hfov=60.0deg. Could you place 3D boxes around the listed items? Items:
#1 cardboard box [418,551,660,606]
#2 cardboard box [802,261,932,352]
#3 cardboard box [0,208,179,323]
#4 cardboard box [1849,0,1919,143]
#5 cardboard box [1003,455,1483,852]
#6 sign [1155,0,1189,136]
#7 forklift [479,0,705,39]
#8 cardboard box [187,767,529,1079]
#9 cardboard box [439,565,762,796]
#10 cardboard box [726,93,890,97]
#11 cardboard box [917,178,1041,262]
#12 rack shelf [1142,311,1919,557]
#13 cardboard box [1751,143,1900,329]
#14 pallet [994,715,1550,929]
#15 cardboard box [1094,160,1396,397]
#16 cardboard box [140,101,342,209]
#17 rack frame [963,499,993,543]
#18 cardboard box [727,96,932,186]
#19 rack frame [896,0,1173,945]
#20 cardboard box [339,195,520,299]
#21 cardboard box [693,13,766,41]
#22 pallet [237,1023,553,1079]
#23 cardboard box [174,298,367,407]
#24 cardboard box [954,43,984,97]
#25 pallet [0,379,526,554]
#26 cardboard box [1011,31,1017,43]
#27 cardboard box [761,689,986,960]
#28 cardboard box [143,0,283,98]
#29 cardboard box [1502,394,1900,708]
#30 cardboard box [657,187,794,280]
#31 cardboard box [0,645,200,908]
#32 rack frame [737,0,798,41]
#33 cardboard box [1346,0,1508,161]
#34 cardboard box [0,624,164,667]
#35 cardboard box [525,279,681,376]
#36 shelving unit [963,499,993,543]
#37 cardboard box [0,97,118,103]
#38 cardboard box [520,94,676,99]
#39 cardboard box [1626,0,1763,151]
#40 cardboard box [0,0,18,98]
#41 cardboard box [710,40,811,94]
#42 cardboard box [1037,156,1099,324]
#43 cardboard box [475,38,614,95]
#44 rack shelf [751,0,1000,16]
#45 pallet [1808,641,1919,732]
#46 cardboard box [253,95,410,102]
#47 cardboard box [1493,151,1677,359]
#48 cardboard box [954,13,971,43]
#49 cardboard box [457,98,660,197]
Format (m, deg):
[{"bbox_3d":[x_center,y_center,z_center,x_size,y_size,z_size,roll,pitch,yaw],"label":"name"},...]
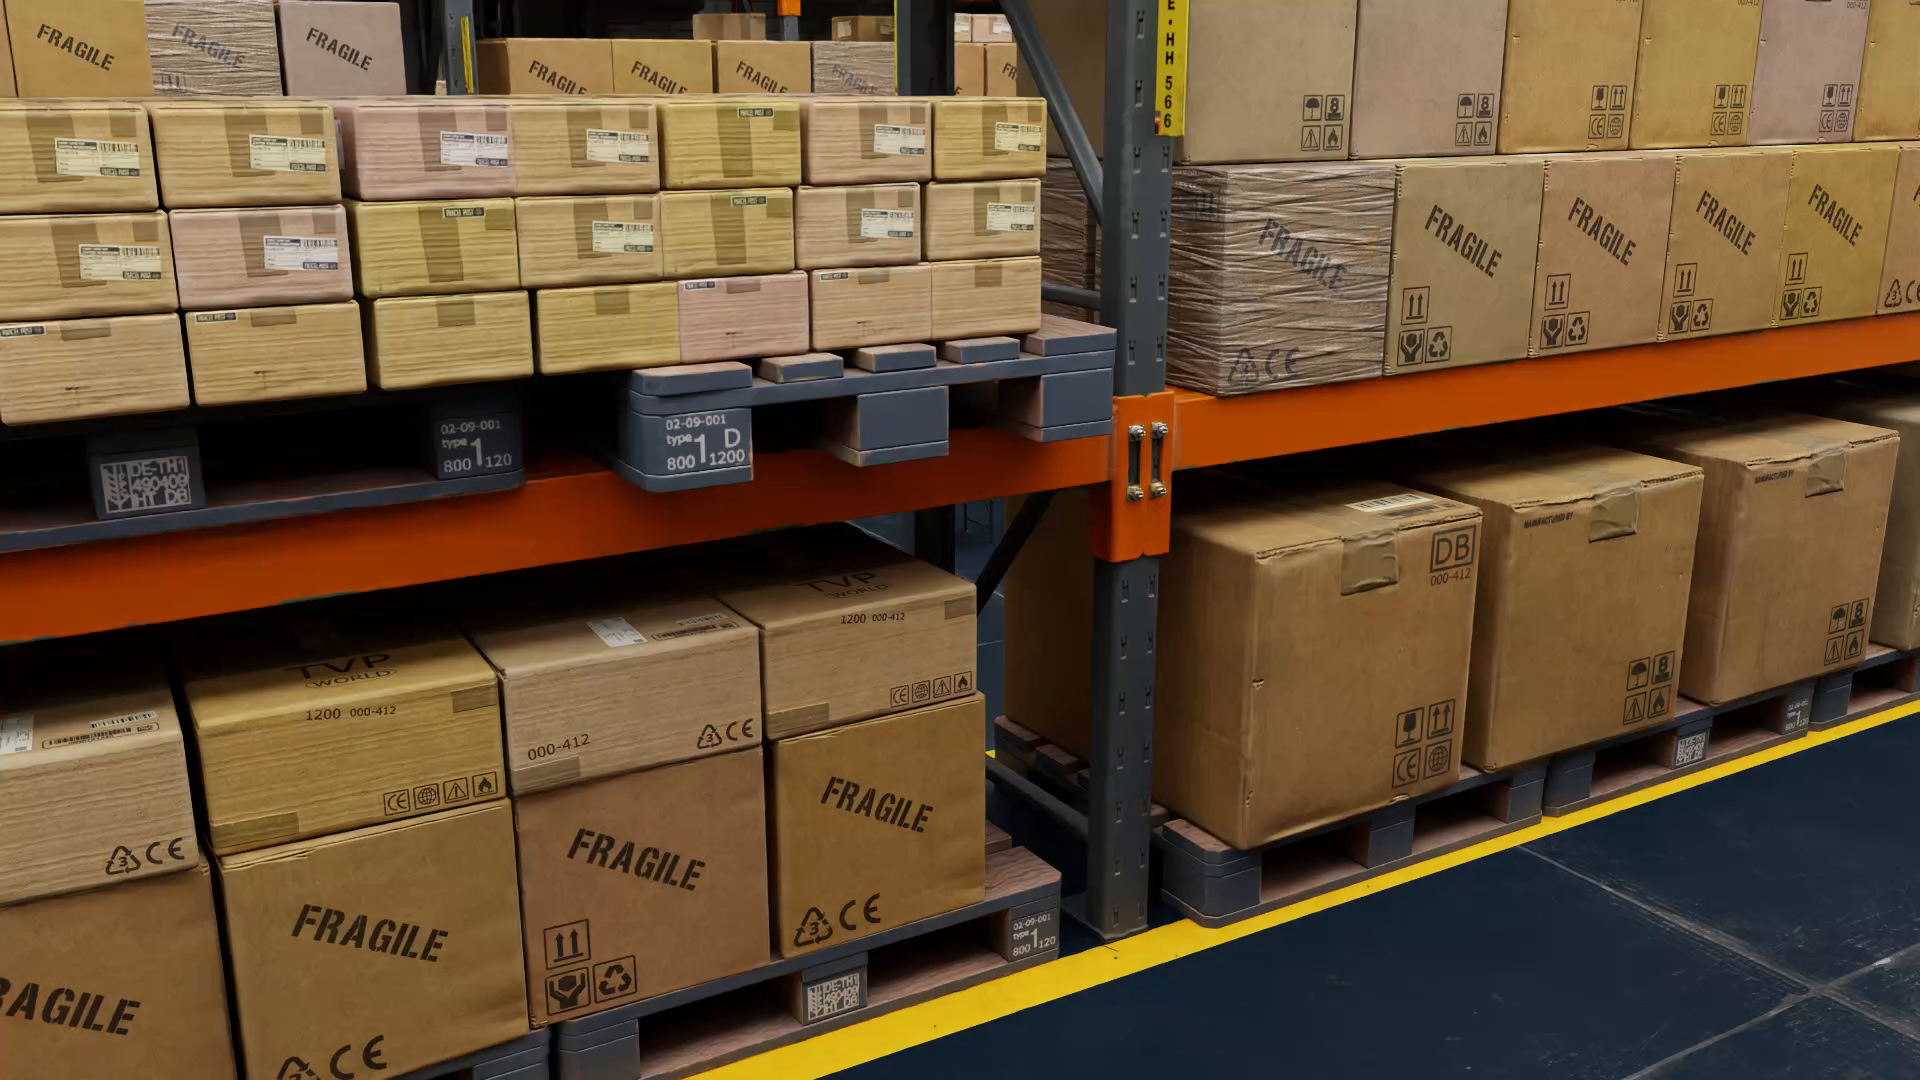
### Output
[{"bbox_3d":[-1.005,0.148,3.790,0.500,0.250,0.500,-9,18,-30],"label":"cardboard box"},{"bbox_3d":[-0.254,-0.475,3.236,0.250,0.149,0.380,-9,18,-30],"label":"cardboard box"},{"bbox_3d":[-1.369,-0.438,2.551,0.250,0.149,0.380,-10,18,-31],"label":"cardboard box"},{"bbox_3d":[2.712,-1.546,5.331,0.500,0.500,0.700,-10,18,-31],"label":"cardboard box"},{"bbox_3d":[0.714,0.214,4.479,0.750,0.750,1.050,-9,18,-30],"label":"cardboard box"},{"bbox_3d":[0.433,-0.998,3.415,0.005,0.325,0.100,-9,18,-30],"label":"sign"},{"bbox_3d":[-2.251,-2.491,10.865,3.031,2.935,1.130,-9,18,-29],"label":"forklift"},{"bbox_3d":[-1.176,0.699,3.213,0.500,0.500,0.500,-10,19,-32],"label":"cardboard box"},{"bbox_3d":[-0.733,0.266,3.369,0.500,0.250,0.500,-9,18,-29],"label":"cardboard box"},{"bbox_3d":[-0.354,-0.951,3.830,0.250,0.149,0.380,-9,18,-30],"label":"cardboard box"},{"bbox_3d":[-0.044,-0.654,3.320,0.250,0.149,0.380,-9,18,-29],"label":"cardboard box"},{"bbox_3d":[1.860,-0.535,5.093,4.000,0.370,1.077,-9,18,-30],"label":"rack shelf"},{"bbox_3d":[2.398,-0.932,4.994,0.500,0.500,0.500,-9,18,-29],"label":"cardboard box"},{"bbox_3d":[0.860,0.647,4.709,1.213,0.211,1.003,-9,18,-30],"label":"pallet"},{"bbox_3d":[0.669,-0.651,3.990,0.500,0.500,0.500,-9,18,-29],"label":"cardboard box"},{"bbox_3d":[-1.148,-0.617,2.640,0.250,0.149,0.380,-8,18,-27],"label":"cardboard box"},{"bbox_3d":[0.080,-0.446,7.335,0.006,0.900,0.240,-9,18,-30],"label":"rack frame"},{"bbox_3d":[-0.255,-0.762,3.157,0.250,0.149,0.380,-9,18,-30],"label":"cardboard box"},{"bbox_3d":[0.145,-0.603,4.004,0.127,3.000,1.000,-9,18,-30],"label":"rack frame"},{"bbox_3d":[-0.925,-0.510,2.809,0.250,0.149,0.380,-9,18,-30],"label":"cardboard box"},{"bbox_3d":[-1.233,-2.733,8.886,0.250,0.149,0.380,-10,19,-32],"label":"cardboard box"},{"bbox_3d":[-1.570,1.016,3.393,1.213,0.211,1.003,-9,18,-30],"label":"pallet"},{"bbox_3d":[-1.143,-0.332,2.726,0.250,0.149,0.380,-9,18,-28],"label":"cardboard box"},{"bbox_3d":[-0.209,-2.427,8.997,0.500,0.500,0.500,-9,18,-28],"label":"cardboard box"},{"bbox_3d":[-1.530,-0.226,3.015,1.213,0.211,1.003,-9,18,-30],"label":"pallet"},{"bbox_3d":[0.353,-3.013,9.884,0.250,0.149,0.380,-9,18,-30],"label":"cardboard box"},{"bbox_3d":[-0.284,0.550,3.743,0.500,0.500,0.500,-9,18,-30],"label":"cardboard box"},{"bbox_3d":[-3.235,-2.058,7.158,0.500,0.500,0.500,-9,18,-29],"label":"cardboard box"},{"bbox_3d":[2.260,-0.038,5.377,0.750,0.750,1.050,-9,18,-30],"label":"cardboard box"},{"bbox_3d":[-0.496,-0.579,3.054,0.250,0.149,0.380,-9,18,-28],"label":"cardboard box"},{"bbox_3d":[-1.619,0.407,2.864,0.500,0.250,0.500,-8,18,-28],"label":"cardboard box"},{"bbox_3d":[-1.621,-3.438,14.118,0.127,3.000,1.000,-9,18,-30],"label":"rack frame"},{"bbox_3d":[0.968,-1.263,4.322,0.500,0.500,0.700,-10,18,-31],"label":"cardboard box"},{"bbox_3d":[-1.882,0.286,3.296,0.500,0.250,0.500,-10,19,-32],"label":"cardboard box"},{"bbox_3d":[-0.690,-0.406,2.987,0.250,0.149,0.380,-9,18,-30],"label":"cardboard box"},{"bbox_3d":[-0.007,-0.432,7.284,0.210,0.900,0.258,-9,18,-30],"label":"shelving unit"},{"bbox_3d":[-1.692,-0.735,3.058,0.250,0.149,0.380,-10,18,-30],"label":"cardboard box"},{"bbox_3d":[-0.792,-0.880,3.578,0.250,0.149,0.380,-9,18,-30],"label":"cardboard box"},{"bbox_3d":[1.845,-1.406,4.832,0.500,0.500,0.700,-9,18,-30],"label":"cardboard box"},{"bbox_3d":[-4.101,-1.922,6.672,0.500,0.500,0.500,-10,18,-31],"label":"cardboard box"},{"bbox_3d":[-1.091,-2.286,8.495,0.500,0.500,0.500,-9,18,-29],"label":"cardboard box"},{"bbox_3d":[0.393,-0.776,4.436,0.500,0.500,0.500,-9,18,-30],"label":"cardboard box"},{"bbox_3d":[-1.986,-2.137,7.961,0.500,0.500,0.500,-10,18,-31],"label":"cardboard box"},{"bbox_3d":[0.093,-4.814,14.802,4.000,0.370,1.077,-9,18,-30],"label":"rack shelf"},{"bbox_3d":[2.952,0.308,5.919,1.213,0.211,1.003,-9,18,-30],"label":"pallet"},{"bbox_3d":[-1.250,-0.806,3.312,0.250,0.149,0.380,-8,18,-27],"label":"cardboard box"},{"bbox_3d":[1.536,-0.793,4.495,0.500,0.500,0.500,-9,18,-30],"label":"cardboard box"},{"bbox_3d":[-0.148,-2.738,8.902,0.250,0.149,0.380,-10,19,-32],"label":"cardboard box"},{"bbox_3d":[-0.707,-0.688,2.892,0.250,0.149,0.380,-9,18,-28],"label":"cardboard box"}]
